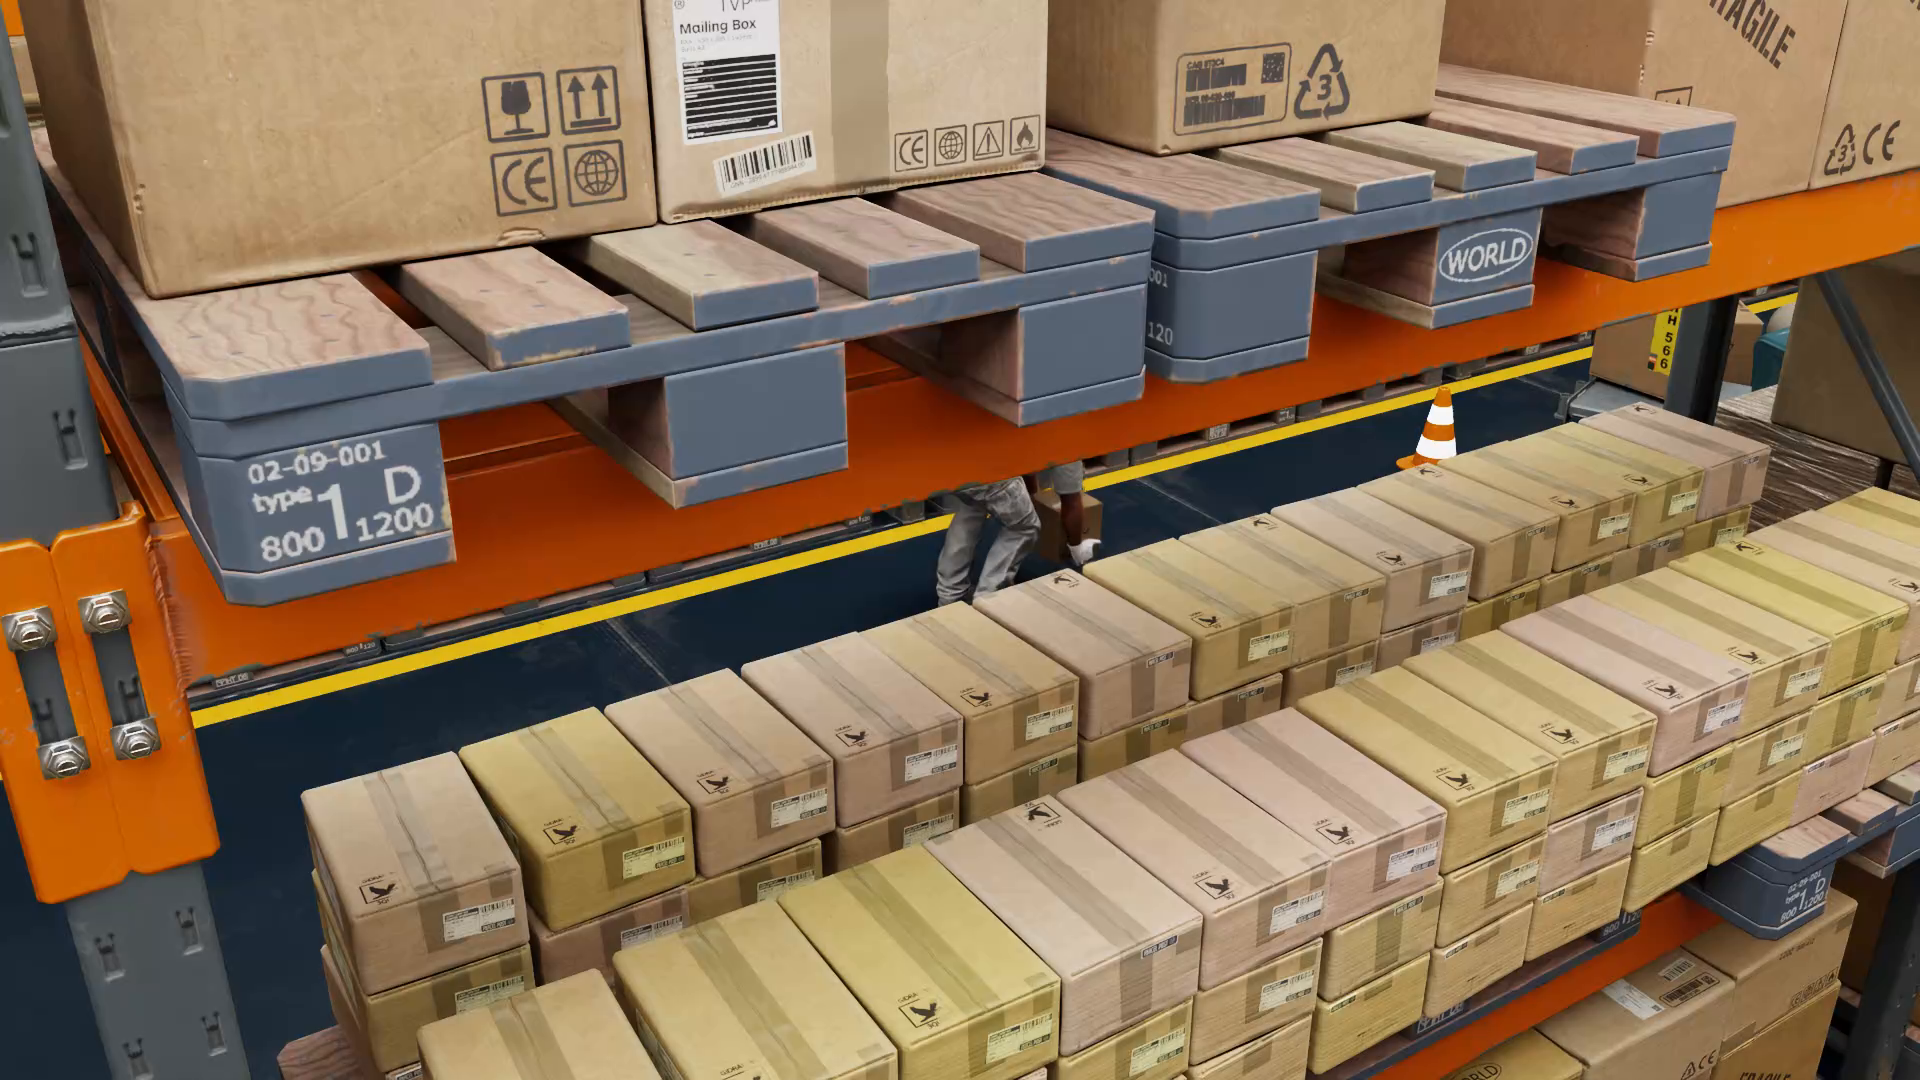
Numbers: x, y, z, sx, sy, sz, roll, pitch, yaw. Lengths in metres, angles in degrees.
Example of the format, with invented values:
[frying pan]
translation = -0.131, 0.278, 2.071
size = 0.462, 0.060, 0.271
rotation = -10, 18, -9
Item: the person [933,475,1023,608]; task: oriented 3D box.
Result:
[person]
translation = 0.070, -0.471, 7.112
size = 0.451, 1.772, 0.618
rotation = -17, 30, -32
